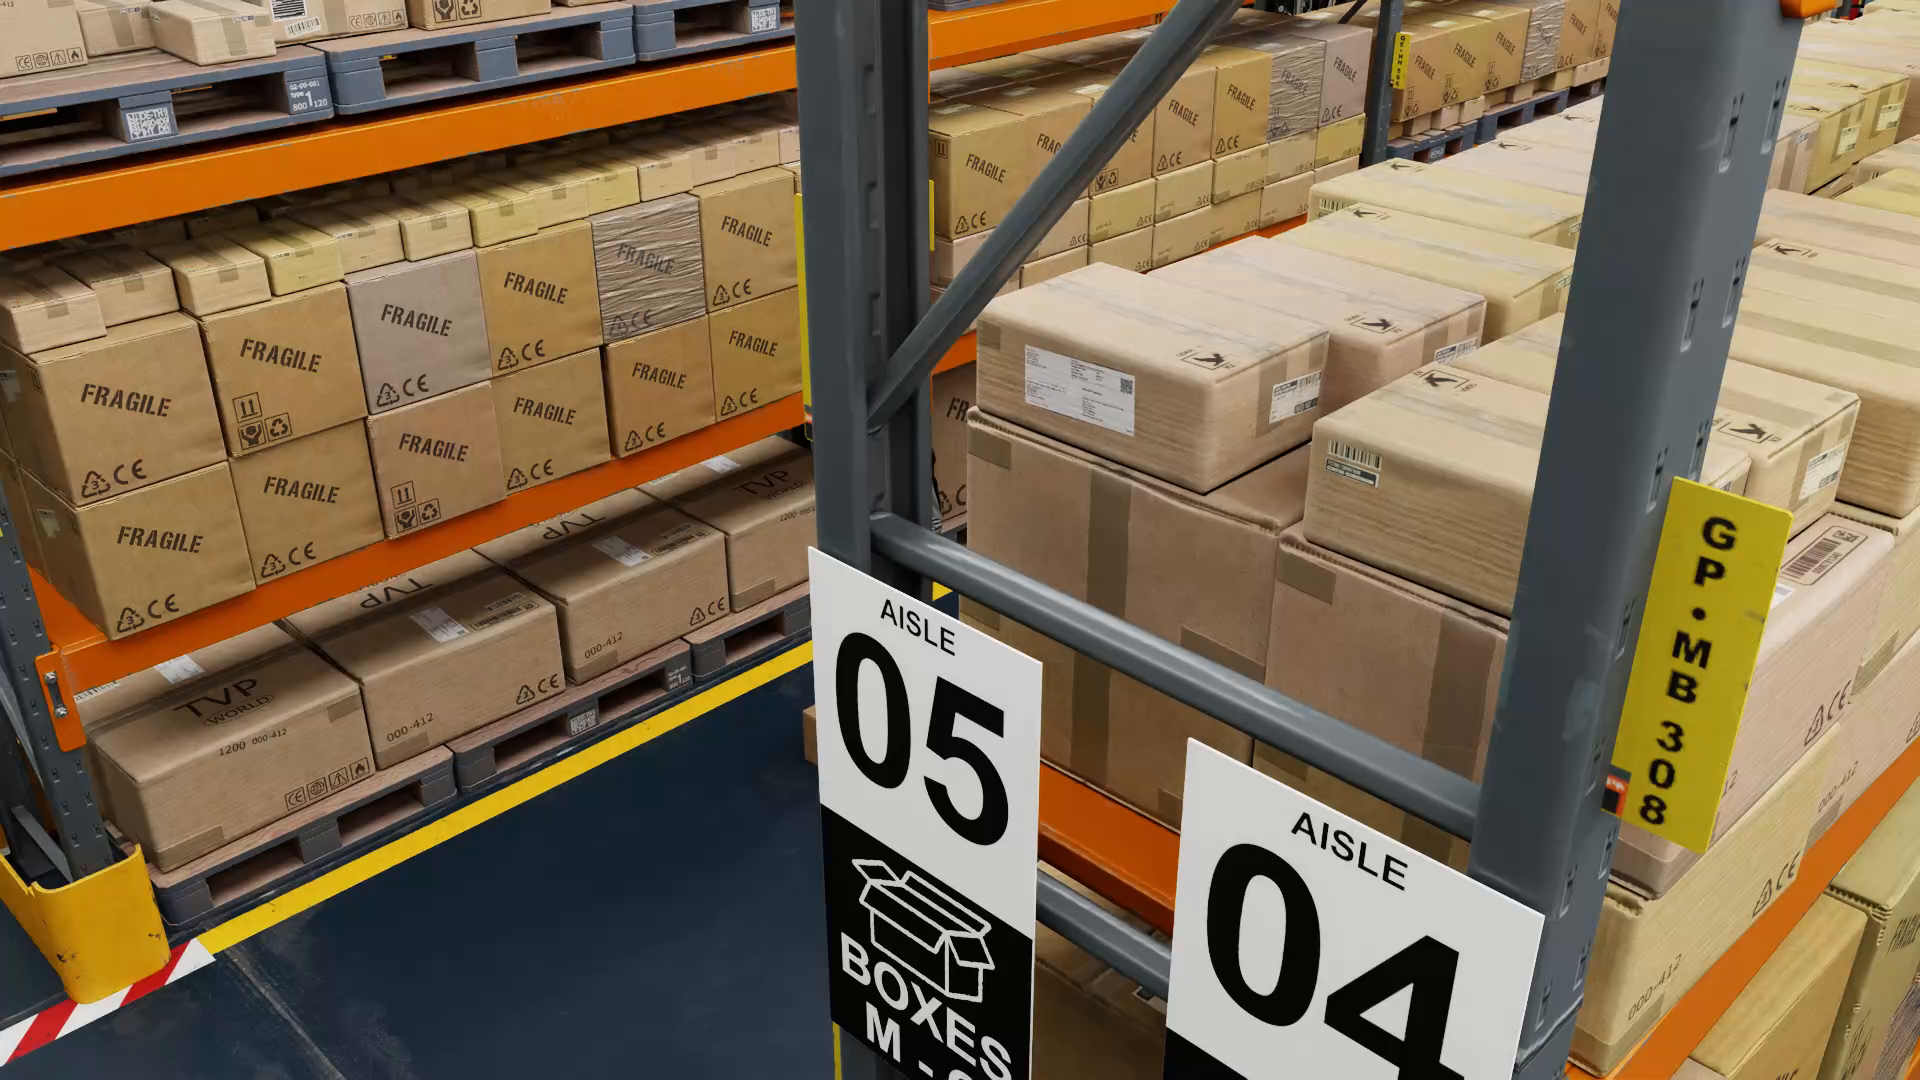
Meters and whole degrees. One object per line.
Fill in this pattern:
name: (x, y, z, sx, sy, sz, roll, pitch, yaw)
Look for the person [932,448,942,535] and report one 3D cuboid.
person: (-0.306, 0.088, 6.977, 0.418, 1.721, 0.581, -24, 36, -38)
